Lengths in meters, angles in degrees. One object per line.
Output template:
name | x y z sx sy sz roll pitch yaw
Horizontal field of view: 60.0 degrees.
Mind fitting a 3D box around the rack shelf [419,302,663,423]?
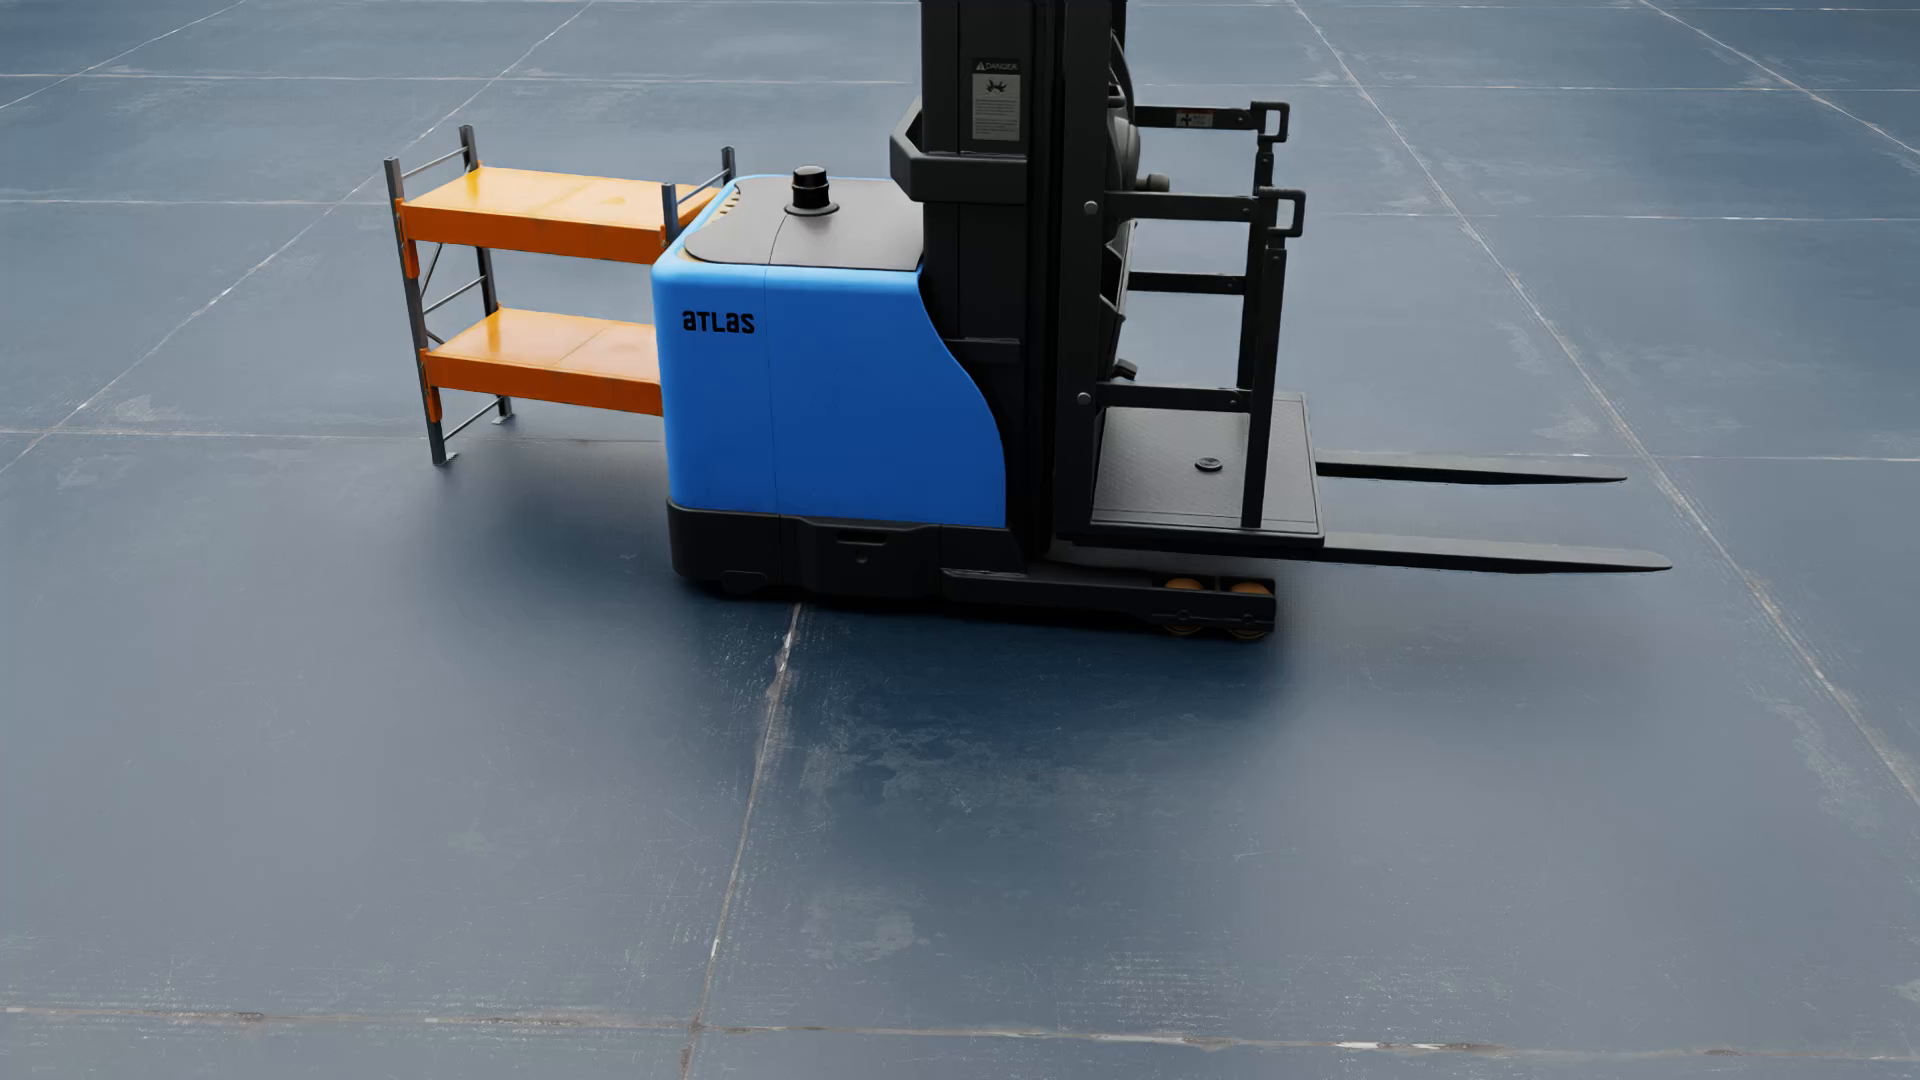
rack shelf | -1.343 -0.591 5.977 1.000 0.278 0.538 8 29 15

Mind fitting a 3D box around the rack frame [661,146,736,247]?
rack frame | -0.858 -0.736 5.729 0.032 1.125 0.500 8 29 15

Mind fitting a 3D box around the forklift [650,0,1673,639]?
forklift | 0.650 -1.265 4.799 3.031 2.935 1.130 4 28 7

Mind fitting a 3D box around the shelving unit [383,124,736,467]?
shelving unit | -1.343 -0.807 5.863 1.048 1.125 0.538 8 29 15

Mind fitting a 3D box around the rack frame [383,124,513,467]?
rack frame | -1.829 -0.877 5.996 0.032 1.125 0.500 8 29 15

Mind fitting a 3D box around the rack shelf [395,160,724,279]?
rack shelf | -1.343 -1.065 5.725 1.000 0.278 0.538 8 29 15
